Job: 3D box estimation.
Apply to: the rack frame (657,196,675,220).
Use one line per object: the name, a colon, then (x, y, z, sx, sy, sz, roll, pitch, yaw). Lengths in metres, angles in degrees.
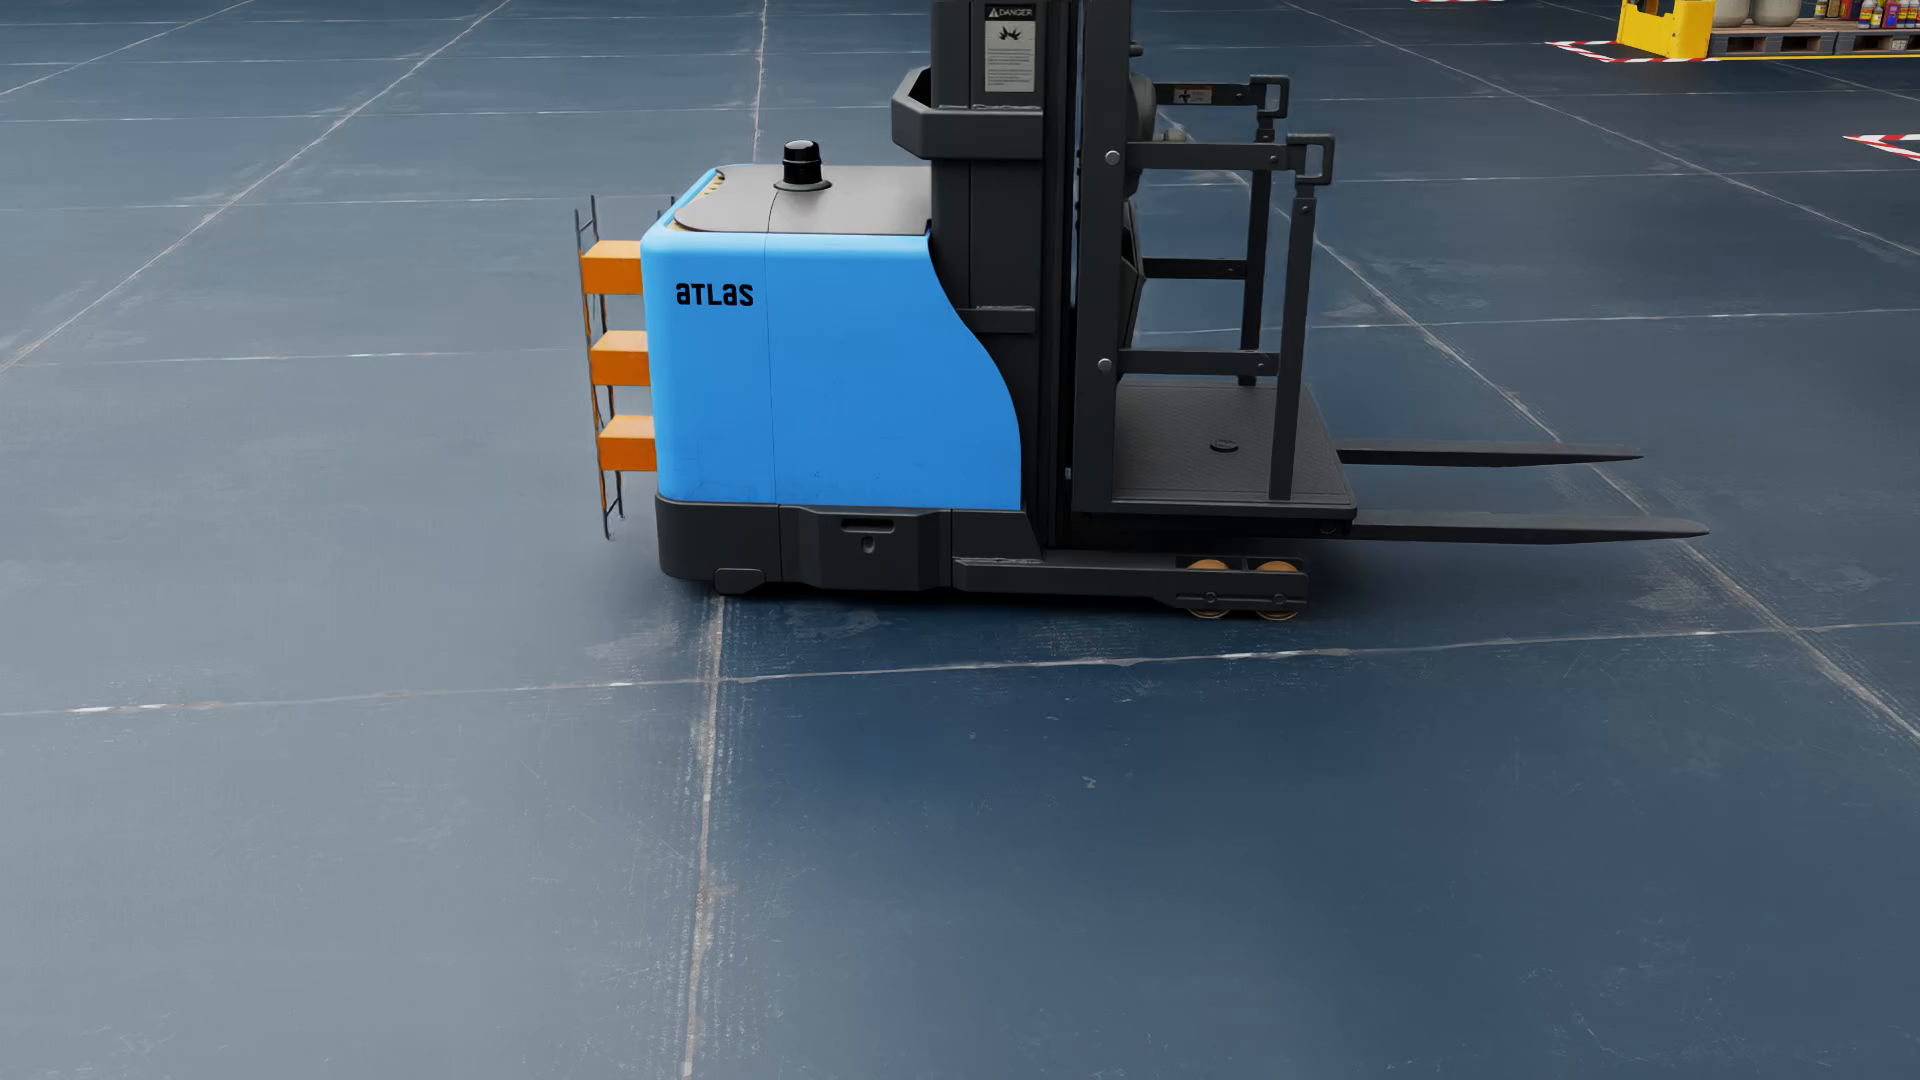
rack frame: (-0.867, -0.513, 5.112, 0.008, 1.050, 0.200, 2, 24, 3)

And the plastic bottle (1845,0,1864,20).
plastic bottle: (8.539, -5.111, 15.858, 0.133, 0.283, 0.061, -2, 24, -5)

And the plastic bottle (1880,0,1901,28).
plastic bottle: (8.552, -4.852, 15.276, 0.133, 0.283, 0.061, -2, 24, -4)

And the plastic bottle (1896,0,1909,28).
plastic bottle: (8.666, -4.859, 15.306, 0.097, 0.271, 0.097, 0, 24, 0)

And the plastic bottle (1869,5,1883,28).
plastic bottle: (8.428, -4.817, 15.298, 0.097, 0.201, 0.097, 0, 24, 0)

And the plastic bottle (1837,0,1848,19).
plastic bottle: (8.528, -5.150, 15.956, 0.135, 0.276, 0.152, -2, 24, -5)

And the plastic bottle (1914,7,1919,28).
plastic bottle: (8.864, -4.835, 15.338, 0.097, 0.201, 0.097, 0, 24, 0)

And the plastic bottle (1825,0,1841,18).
plastic bottle: (8.389, -5.167, 15.984, 0.133, 0.283, 0.061, -2, 24, -4)

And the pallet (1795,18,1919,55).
pallet: (8.581, -4.770, 15.721, 1.213, 0.211, 1.003, -2, 24, -5)

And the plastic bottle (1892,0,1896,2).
plastic bottle: (8.886, -5.083, 15.896, 0.097, 0.201, 0.097, 0, 24, 0)

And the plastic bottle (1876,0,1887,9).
plastic bottle: (8.831, -5.198, 15.972, 0.185, 0.351, 0.144, -1, 24, -3)

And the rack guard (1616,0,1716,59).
rack guard: (6.561, -4.824, 15.488, 0.348, 0.500, 1.175, -2, 24, -5)

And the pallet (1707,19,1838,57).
pallet: (7.370, -4.722, 15.615, 1.213, 0.211, 1.003, -2, 24, -5)

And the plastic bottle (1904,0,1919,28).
plastic bottle: (8.766, -4.863, 15.315, 0.097, 0.271, 0.097, 0, 24, 0)

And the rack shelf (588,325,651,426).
rack shelf: (-0.989, -0.507, 5.124, 0.240, 0.259, 0.215, 2, 24, 3)

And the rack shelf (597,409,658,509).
rack shelf: (-0.989, -0.253, 5.237, 0.240, 0.259, 0.215, 2, 24, 3)

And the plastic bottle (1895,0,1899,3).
plastic bottle: (9.016, -5.206, 15.988, 0.185, 0.351, 0.144, -2, 24, -6)

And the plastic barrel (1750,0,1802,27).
plastic barrel: (7.636, -5.077, 15.524, 0.421, 0.512, 0.421, 0, 24, 0)

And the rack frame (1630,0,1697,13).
rack frame: (6.490, -5.944, 14.931, 0.127, 3.000, 1.000, -2, 24, -5)

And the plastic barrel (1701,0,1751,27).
plastic barrel: (7.137, -5.057, 15.479, 0.421, 0.512, 0.421, 0, 24, 0)

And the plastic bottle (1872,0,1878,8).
plastic bottle: (8.697, -5.072, 15.872, 0.097, 0.201, 0.097, 0, 24, 0)

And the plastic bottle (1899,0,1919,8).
plastic bottle: (9.055, -5.113, 15.871, 0.135, 0.276, 0.152, -2, 24, -5)

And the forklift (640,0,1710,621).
forklift: (0.656, -1.333, 4.640, 3.031, 2.935, 1.130, 2, 24, 3)

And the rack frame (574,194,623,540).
rack frame: (-1.110, -0.520, 5.127, 0.008, 1.050, 0.200, 2, 24, 3)

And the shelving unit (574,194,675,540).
shelving unit: (-0.989, -0.516, 5.119, 0.252, 1.050, 0.215, 2, 24, 3)

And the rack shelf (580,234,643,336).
rack shelf: (-0.989, -0.766, 5.008, 0.240, 0.259, 0.215, 2, 24, 3)

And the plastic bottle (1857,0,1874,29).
plastic bottle: (8.325, -4.845, 15.275, 0.097, 0.271, 0.097, 0, 24, 0)

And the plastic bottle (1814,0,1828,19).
plastic bottle: (8.275, -5.117, 15.973, 0.097, 0.201, 0.097, 0, 24, 0)
